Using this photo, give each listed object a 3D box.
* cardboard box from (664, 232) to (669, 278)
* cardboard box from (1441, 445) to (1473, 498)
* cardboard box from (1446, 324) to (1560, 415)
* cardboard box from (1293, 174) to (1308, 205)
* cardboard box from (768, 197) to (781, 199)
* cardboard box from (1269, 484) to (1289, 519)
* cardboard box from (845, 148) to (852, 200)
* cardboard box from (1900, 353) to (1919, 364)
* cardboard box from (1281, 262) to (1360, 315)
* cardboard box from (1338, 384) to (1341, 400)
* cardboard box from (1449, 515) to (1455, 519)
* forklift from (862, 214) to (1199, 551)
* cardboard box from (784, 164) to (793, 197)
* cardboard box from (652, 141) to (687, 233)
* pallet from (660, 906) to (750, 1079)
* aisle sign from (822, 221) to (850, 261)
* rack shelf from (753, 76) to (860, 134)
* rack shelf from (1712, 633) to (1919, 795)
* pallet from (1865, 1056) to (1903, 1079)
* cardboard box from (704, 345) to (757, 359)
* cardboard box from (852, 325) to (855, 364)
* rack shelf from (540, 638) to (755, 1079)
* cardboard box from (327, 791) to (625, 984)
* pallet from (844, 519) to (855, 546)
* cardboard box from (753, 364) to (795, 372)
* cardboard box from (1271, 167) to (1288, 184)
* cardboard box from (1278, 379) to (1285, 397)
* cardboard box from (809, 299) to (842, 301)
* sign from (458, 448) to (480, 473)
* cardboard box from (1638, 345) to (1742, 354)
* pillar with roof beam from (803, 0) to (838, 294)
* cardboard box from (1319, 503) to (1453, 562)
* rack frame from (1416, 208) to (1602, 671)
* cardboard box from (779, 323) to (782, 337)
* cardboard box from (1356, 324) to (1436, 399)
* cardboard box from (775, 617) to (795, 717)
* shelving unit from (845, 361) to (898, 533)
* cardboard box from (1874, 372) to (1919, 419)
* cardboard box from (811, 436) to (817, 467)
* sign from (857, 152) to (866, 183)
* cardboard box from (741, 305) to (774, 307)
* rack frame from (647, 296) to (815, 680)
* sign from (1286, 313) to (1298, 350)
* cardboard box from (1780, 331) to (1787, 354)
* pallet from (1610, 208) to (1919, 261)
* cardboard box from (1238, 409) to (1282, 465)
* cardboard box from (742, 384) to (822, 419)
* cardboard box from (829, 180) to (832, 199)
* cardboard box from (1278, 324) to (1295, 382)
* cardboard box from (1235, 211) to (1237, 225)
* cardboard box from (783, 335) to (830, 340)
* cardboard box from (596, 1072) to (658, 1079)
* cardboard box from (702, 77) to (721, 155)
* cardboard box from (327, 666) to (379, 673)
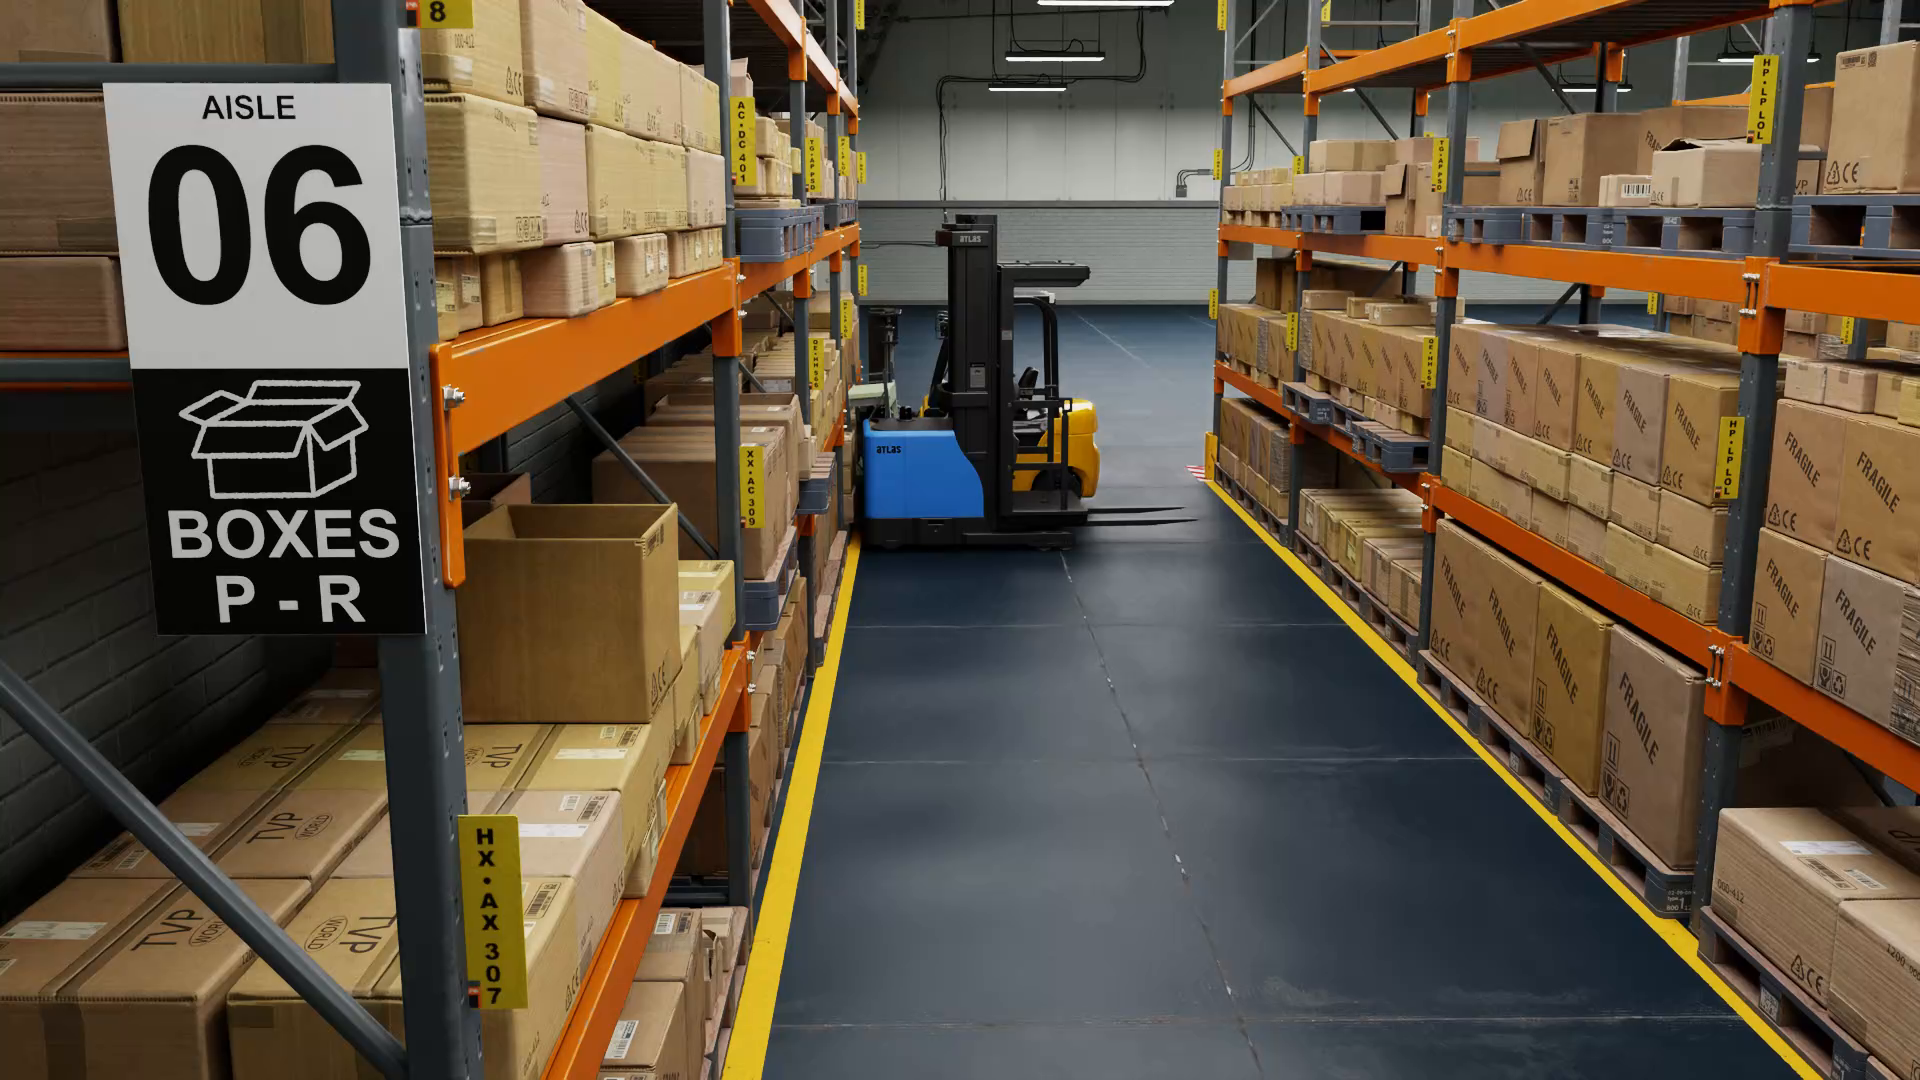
[{"bbox_3d":[-1.087,-0.852,4.993,0.380,0.149,0.250,0,11,1],"label":"cardboard box"},{"bbox_3d":[3.273,-0.424,10.173,0.500,0.250,0.500,0,11,-2],"label":"cardboard box"},{"bbox_3d":[3.281,-1.036,10.045,0.500,0.500,0.500,-1,11,-3],"label":"cardboard box"},{"bbox_3d":[3.043,-2.876,13.657,0.500,0.250,0.500,-1,11,-3],"label":"cardboard box"},{"bbox_3d":[-1.185,-1.944,9.118,0.380,0.149,0.250,0,11,-1],"label":"cardboard box"},{"bbox_3d":[3.151,-0.366,15.368,0.500,0.250,0.500,0,11,1],"label":"cardboard box"},{"bbox_3d":[-1.439,-3.648,16.583,0.700,0.500,0.500,0,11,-1],"label":"cardboard box"},{"bbox_3d":[8.132,-1.274,13.736,0.500,0.500,0.500,0,11,-1],"label":"cardboard box"},{"bbox_3d":[3.566,-2.469,16.361,0.700,0.500,0.500,0,11,-2],"label":"cardboard box"},{"bbox_3d":[3.173,-1.156,12.981,0.380,0.149,0.250,0,11,-1],"label":"cardboard box"},{"bbox_3d":[4.770,-0.386,15.888,0.500,0.500,0.500,9,15,38],"label":"cardboard box"},{"bbox_3d":[0.623,-1.445,15.003,3.031,2.935,1.130,-1,11,-4],"label":"forklift"},{"bbox_3d":[-0.993,-1.696,7.845,0.380,0.149,0.250,0,11,0],"label":"cardboard box"},{"bbox_3d":[-1.084,-1.022,4.828,0.500,0.250,0.500,0,11,0],"label":"cardboard box"},{"bbox_3d":[-1.352,1.724,6.224,1.003,0.211,1.213,0,11,-1],"label":"pallet"},{"bbox_3d":[-1.321,-3.453,18.189,0.394,0.787,0.004,0,11,-1],"label":"aisle sign"},{"bbox_3d":[-1.572,-4.159,15.933,1.077,0.370,4.000,0,11,-1],"label":"rack shelf"},{"bbox_3d":[3.639,0.949,4.835,1.077,0.370,4.000,0,11,-1],"label":"rack shelf"},{"bbox_3d":[3.563,1.960,5.056,1.003,0.211,1.213,0,11,-1],"label":"pallet"},{"bbox_3d":[-1.764,-1.412,12.785,0.380,0.149,0.250,0,11,-2],"label":"cardboard box"},{"bbox_3d":[-1.328,-1.912,16.880,0.500,0.500,0.500,0,11,-2],"label":"cardboard box"},{"bbox_3d":[-1.324,0.970,4.731,1.077,0.370,4.000,0,11,-1],"label":"rack shelf"},{"bbox_3d":[-1.033,0.752,3.629,0.500,0.250,0.500,0,11,-1],"label":"cardboard box"},{"bbox_3d":[-1.505,-0.162,15.515,1.003,0.211,1.213,0,11,-1],"label":"pallet"},{"bbox_3d":[-1.198,-1.110,11.295,0.380,0.149,0.250,0,11,0],"label":"cardboard box"},{"bbox_3d":[3.073,-3.345,15.277,0.380,0.149,0.250,0,11,1],"label":"cardboard box"},{"bbox_3d":[3.109,-1.380,15.140,0.380,0.149,0.250,0,11,0],"label":"cardboard box"},{"bbox_3d":[-1.357,-2.302,16.424,0.380,0.149,0.250,0,11,0],"label":"cardboard box"},{"bbox_3d":[-1.920,-0.344,6.490,0.100,0.325,0.005,0,11,-1],"label":"sign"},{"bbox_3d":[3.813,-0.732,8.547,0.500,0.500,0.500,0,11,-2],"label":"cardboard box"},{"bbox_3d":[1.556,-7.366,28.925,9.100,9.000,0.548,0,11,-1],"label":"pillar with roof beam"},{"bbox_3d":[3.464,-0.062,13.564,0.950,0.372,0.625,0,11,2],"label":"cardboard box"},{"bbox_3d":[3.515,-0.596,10.643,1.000,3.000,0.127,0,11,-1],"label":"rack frame"},{"bbox_3d":[-1.831,-1.902,15.197,0.380,0.149,0.250,0,11,0],"label":"cardboard box"},{"bbox_3d":[3.194,-1.289,12.002,0.500,0.500,0.500,-1,12,-5],"label":"cardboard box"},{"bbox_3d":[-1.211,0.731,9.332,0.500,0.500,0.500,0,11,1],"label":"cardboard box"},{"bbox_3d":[-0.795,-0.888,15.719,0.431,1.500,0.755,-4,12,4],"label":"shelving unit"},{"bbox_3d":[3.413,-0.492,5.735,0.380,0.149,0.250,0,11,-2],"label":"cardboard box"},{"bbox_3d":[-1.051,-0.528,9.886,0.380,0.149,0.250,0,11,0],"label":"cardboard box"},{"bbox_3d":[-1.070,-4.030,17.996,0.100,0.325,0.005,0,11,-1],"label":"sign"},{"bbox_3d":[-1.889,-2.097,15.410,0.380,0.149,0.250,0,11,-2],"label":"cardboard box"},{"bbox_3d":[-1.448,-0.575,10.539,1.000,3.000,0.127,0,11,-1],"label":"rack frame"},{"bbox_3d":[2.890,-1.812,14.458,0.100,0.325,0.005,0,11,-1],"label":"sign"},{"bbox_3d":[8.432,-1.795,16.178,0.875,0.550,0.550,0,11,-1],"label":"cardboard box"},{"bbox_3d":[3.529,-1.359,7.342,0.805,0.209,1.217,-1,11,-3],"label":"pallet"},{"bbox_3d":[3.108,-1.042,16.815,0.500,0.500,0.500,0,11,0],"label":"cardboard box"},{"bbox_3d":[-1.222,-0.935,11.434,0.500,0.250,0.500,0,11,1],"label":"cardboard box"},{"bbox_3d":[-1.204,-2.754,13.062,0.380,0.149,0.250,0,11,-1],"label":"cardboard box"},{"bbox_3d":[3.174,-1.673,14.953,0.500,0.500,0.500,-1,11,-3],"label":"cardboard box"},{"bbox_3d":[3.127,-3.414,17.621,0.380,0.149,0.250,-1,11,-3],"label":"cardboard box"},{"bbox_3d":[-1.278,-1.619,13.801,0.380,0.149,0.250,0,11,-2],"label":"cardboard box"},{"bbox_3d":[-1.179,1.743,4.346,0.700,0.500,0.500,0,11,1],"label":"cardboard box"},{"bbox_3d":[-1.114,-1.468,5.767,0.500,0.250,0.500,0,11,-1],"label":"cardboard box"},{"bbox_3d":[-1.599,0.450,5.117,0.500,0.250,0.500,0,11,0],"label":"cardboard box"}]
